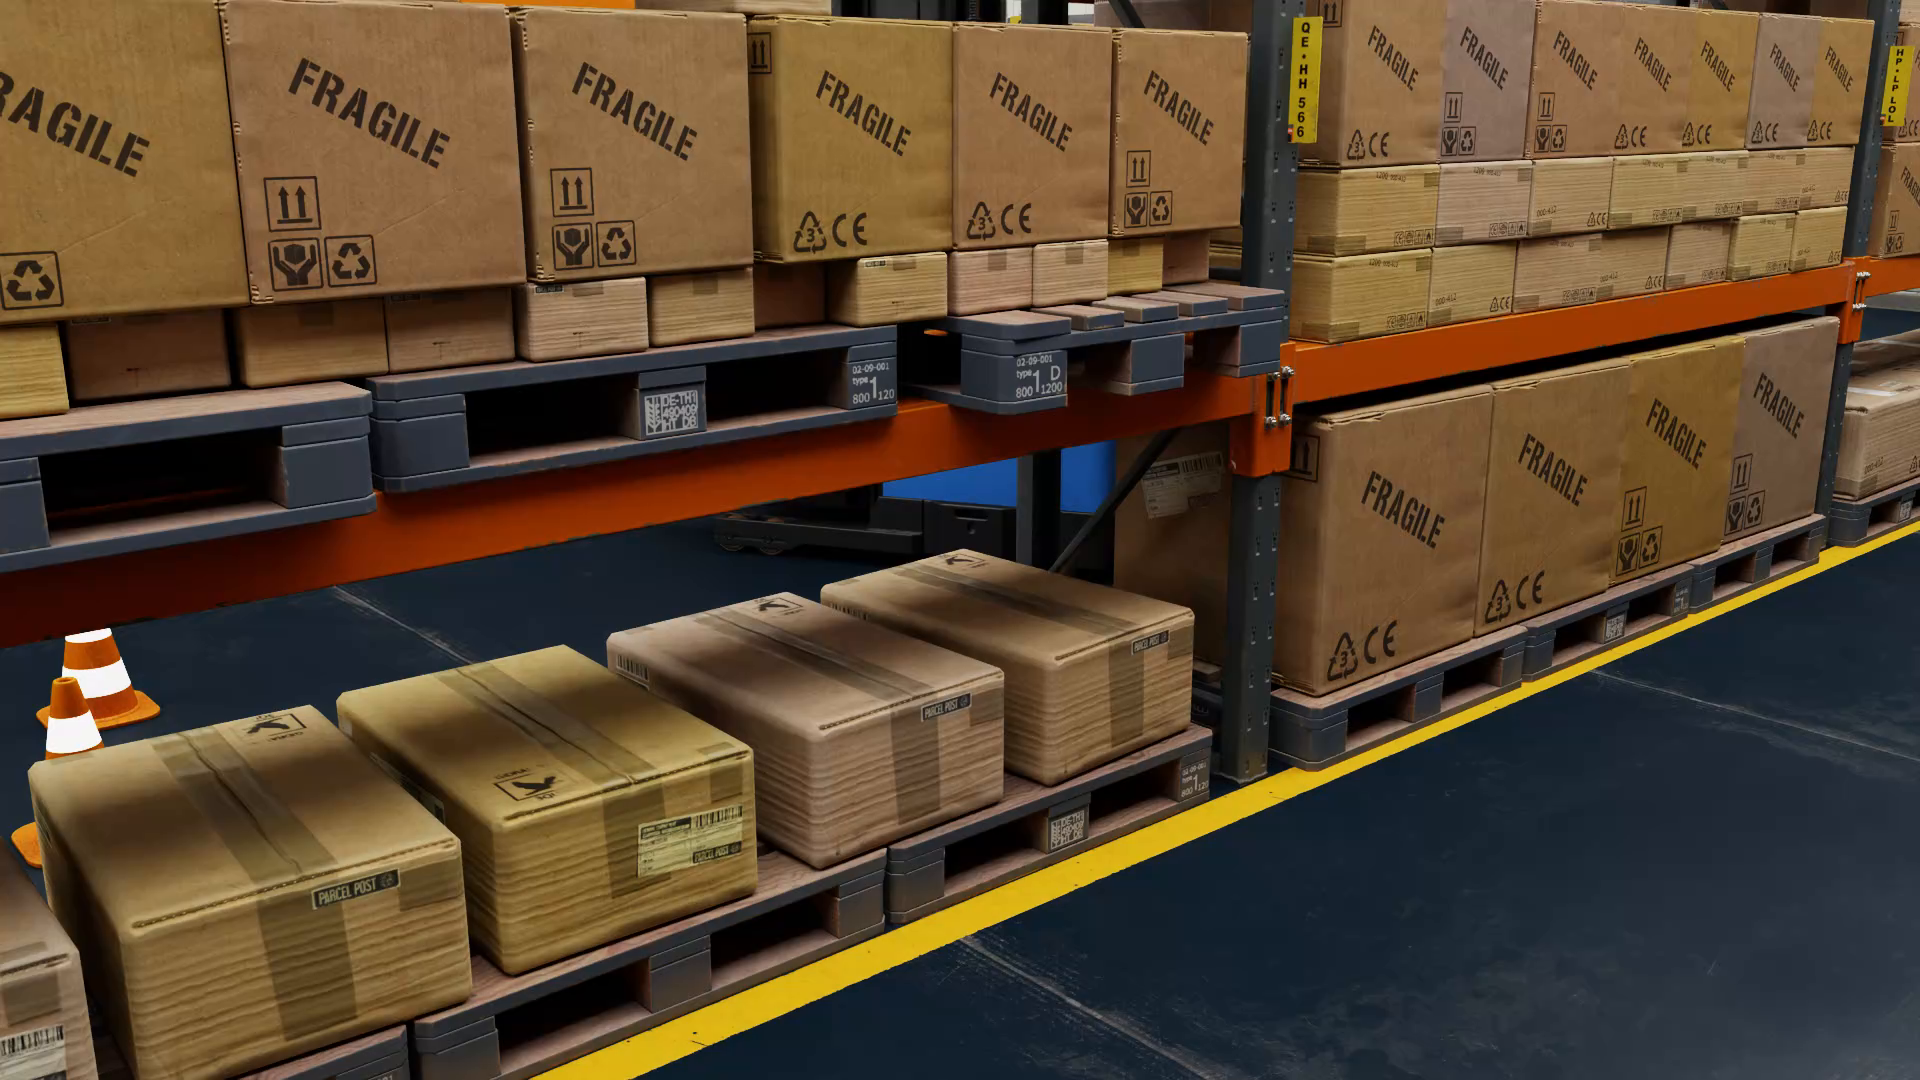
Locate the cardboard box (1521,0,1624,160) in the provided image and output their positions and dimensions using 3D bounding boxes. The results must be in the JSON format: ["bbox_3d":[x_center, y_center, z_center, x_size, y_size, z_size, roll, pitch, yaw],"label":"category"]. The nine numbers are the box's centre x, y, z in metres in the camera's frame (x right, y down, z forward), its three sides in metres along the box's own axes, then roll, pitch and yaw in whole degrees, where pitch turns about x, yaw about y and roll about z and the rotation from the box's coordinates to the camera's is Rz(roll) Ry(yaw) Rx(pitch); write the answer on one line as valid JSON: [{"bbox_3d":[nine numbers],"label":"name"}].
[{"bbox_3d":[1.860,-1.553,5.622,0.500,0.500,0.500,-12,19,-38],"label":"cardboard box"}]

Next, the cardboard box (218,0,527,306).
[{"bbox_3d":[-1.157,-0.723,3.059,0.500,0.500,0.500,-13,20,-40],"label":"cardboard box"}]

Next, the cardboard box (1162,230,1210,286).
[{"bbox_3d":[0.466,-0.796,4.590,0.250,0.149,0.380,-12,19,-37],"label":"cardboard box"}]

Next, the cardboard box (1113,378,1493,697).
[{"bbox_3d":[1.135,-0.093,5.589,0.875,0.875,0.875,-13,20,-40],"label":"cardboard box"}]

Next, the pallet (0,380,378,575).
[{"bbox_3d":[-1.786,-0.146,2.858,1.213,0.211,1.003,-13,19,-39],"label":"pallet"}]

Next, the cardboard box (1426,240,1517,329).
[{"bbox_3d":[1.469,-0.868,5.476,0.500,0.250,0.500,-13,20,-41],"label":"cardboard box"}]

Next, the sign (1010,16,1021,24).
[{"bbox_3d":[0.192,-1.483,5.244,0.005,0.325,0.100,-13,19,-39],"label":"sign"}]

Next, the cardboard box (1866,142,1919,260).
[{"bbox_3d":[4.103,-1.570,7.622,0.500,0.500,0.500,-12,19,-38],"label":"cardboard box"}]

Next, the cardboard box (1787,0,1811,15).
[{"bbox_3d":[3.870,-2.476,7.818,0.250,0.149,0.380,-12,19,-38],"label":"cardboard box"}]

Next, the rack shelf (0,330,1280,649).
[{"bbox_3d":[-0.950,-0.129,3.815,4.000,0.370,1.077,-13,19,-39],"label":"rack shelf"}]

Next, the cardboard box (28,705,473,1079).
[{"bbox_3d":[-1.524,0.717,3.532,0.625,0.372,0.950,-11,19,-36],"label":"cardboard box"}]

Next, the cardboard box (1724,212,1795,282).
[{"bbox_3d":[3.019,-1.210,6.757,0.500,0.250,0.500,-13,20,-40],"label":"cardboard box"}]

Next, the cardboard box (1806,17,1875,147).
[{"bbox_3d":[3.405,-1.900,6.920,0.500,0.500,0.500,-12,19,-38],"label":"cardboard box"}]

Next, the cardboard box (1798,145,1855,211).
[{"bbox_3d":[3.404,-1.540,7.026,0.500,0.250,0.500,-13,20,-39],"label":"cardboard box"}]

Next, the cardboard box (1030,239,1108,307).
[{"bbox_3d":[0.151,-0.685,4.175,0.250,0.149,0.380,-13,20,-40],"label":"cardboard box"}]

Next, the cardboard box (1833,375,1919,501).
[{"bbox_3d":[4.121,-0.544,8.124,0.875,0.438,0.875,-13,20,-40],"label":"cardboard box"}]

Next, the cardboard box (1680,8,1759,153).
[{"bbox_3d":[2.624,-1.729,6.279,0.500,0.500,0.500,-12,19,-38],"label":"cardboard box"}]

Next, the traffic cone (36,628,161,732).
[{"bbox_3d":[-2.880,0.361,5.501,0.334,0.463,0.336,-13,19,-39],"label":"traffic cone"}]

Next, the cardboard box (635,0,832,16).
[{"bbox_3d":[-0.490,-1.192,3.559,0.250,0.149,0.380,-14,20,-42],"label":"cardboard box"}]

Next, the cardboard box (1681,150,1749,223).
[{"bbox_3d":[2.645,-1.365,6.371,0.500,0.250,0.500,-12,19,-38],"label":"cardboard box"}]

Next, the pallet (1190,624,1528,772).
[{"bbox_3d":[1.203,0.413,5.796,1.213,0.211,1.003,-13,19,-39],"label":"pallet"}]

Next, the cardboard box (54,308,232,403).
[{"bbox_3d":[-1.476,-0.355,2.940,0.250,0.149,0.380,-11,19,-36],"label":"cardboard box"}]

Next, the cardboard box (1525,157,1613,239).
[{"bbox_3d":[1.878,-1.192,5.721,0.500,0.250,0.500,-13,20,-40],"label":"cardboard box"}]

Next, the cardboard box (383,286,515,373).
[{"bbox_3d":[-1.067,-0.432,3.228,0.250,0.149,0.380,-12,19,-39],"label":"cardboard box"}]

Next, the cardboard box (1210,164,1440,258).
[{"bbox_3d":[1.104,-1.022,5.087,0.500,0.250,0.500,-13,20,-40],"label":"cardboard box"}]

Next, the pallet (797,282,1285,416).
[{"bbox_3d":[0.092,-0.581,4.486,1.003,0.211,1.213,-13,19,-39],"label":"pallet"}]

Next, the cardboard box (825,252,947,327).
[{"bbox_3d":[-0.243,-0.594,3.836,0.250,0.149,0.380,-12,19,-38],"label":"cardboard box"}]

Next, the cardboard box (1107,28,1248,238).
[{"bbox_3d":[0.399,-1.079,4.395,0.500,0.500,0.500,-13,20,-41],"label":"cardboard box"}]

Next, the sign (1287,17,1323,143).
[{"bbox_3d":[0.923,-1.233,4.462,0.005,0.325,0.100,-13,19,-39],"label":"sign"}]

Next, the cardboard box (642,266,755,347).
[{"bbox_3d":[-0.650,-0.518,3.549,0.250,0.149,0.380,-13,20,-41],"label":"cardboard box"}]

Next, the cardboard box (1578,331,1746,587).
[{"bbox_3d":[2.485,-0.394,6.718,0.875,0.875,0.875,-12,19,-38],"label":"cardboard box"}]

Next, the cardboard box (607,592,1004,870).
[{"bbox_3d":[-0.425,0.471,4.451,0.625,0.372,0.950,-13,20,-40],"label":"cardboard box"}]

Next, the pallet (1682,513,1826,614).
[{"bbox_3d":[3.044,-0.001,7.343,1.213,0.211,1.003,-13,19,-39],"label":"pallet"}]

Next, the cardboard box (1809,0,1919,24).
[{"bbox_3d":[3.985,-2.341,7.313,0.250,0.149,0.380,-13,20,-40],"label":"cardboard box"}]

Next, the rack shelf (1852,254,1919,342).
[{"bbox_3d":[5.086,-1.484,8.889,4.000,0.370,1.077,-13,19,-39],"label":"rack shelf"}]

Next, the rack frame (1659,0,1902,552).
[{"bbox_3d":[3.577,-1.493,7.528,0.127,3.000,1.000,-13,19,-39],"label":"rack frame"}]

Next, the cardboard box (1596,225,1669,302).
[{"bbox_3d":[2.239,-1.040,6.120,0.500,0.250,0.500,-13,19,-39],"label":"cardboard box"}]

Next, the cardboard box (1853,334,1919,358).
[{"bbox_3d":[5.477,-0.848,9.263,0.875,0.438,0.875,-12,19,-38],"label":"cardboard box"}]

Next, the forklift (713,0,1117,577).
[{"bbox_3d":[-0.595,-1.470,7.573,3.031,2.935,1.130,5,16,19],"label":"forklift"}]

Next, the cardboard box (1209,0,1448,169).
[{"bbox_3d":[1.092,-1.383,4.984,0.500,0.500,0.500,-14,20,-41],"label":"cardboard box"}]

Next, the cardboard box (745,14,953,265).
[{"bbox_3d":[-0.364,-0.904,3.738,0.500,0.500,0.500,-14,21,-43],"label":"cardboard box"}]

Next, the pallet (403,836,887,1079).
[{"bbox_3d":[-0.951,0.869,4.087,1.213,0.211,1.003,-13,19,-39],"label":"pallet"}]
